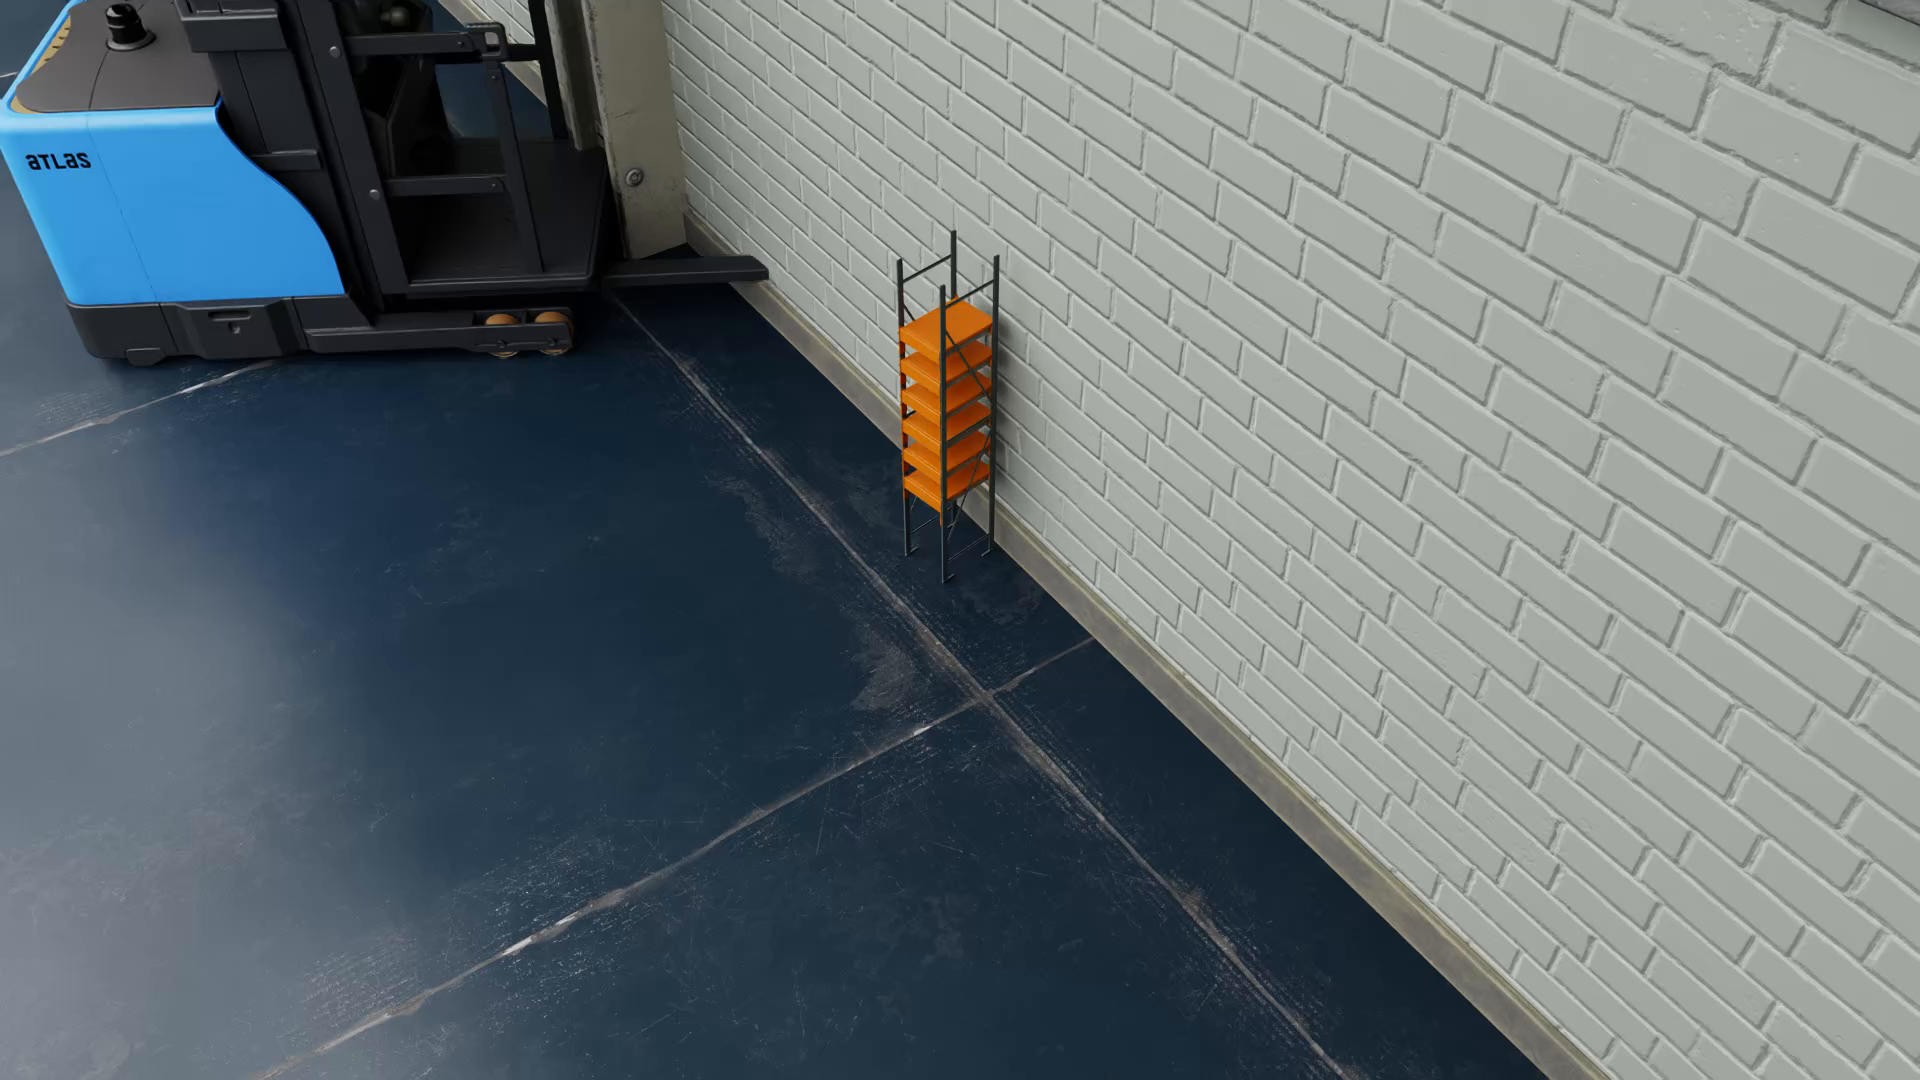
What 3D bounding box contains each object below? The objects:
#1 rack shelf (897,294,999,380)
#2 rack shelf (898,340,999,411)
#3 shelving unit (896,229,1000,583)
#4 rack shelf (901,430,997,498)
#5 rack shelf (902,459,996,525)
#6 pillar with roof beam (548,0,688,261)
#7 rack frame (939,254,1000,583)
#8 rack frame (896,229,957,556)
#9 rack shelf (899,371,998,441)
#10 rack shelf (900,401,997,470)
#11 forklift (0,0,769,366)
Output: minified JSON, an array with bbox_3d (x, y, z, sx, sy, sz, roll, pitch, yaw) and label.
[{"bbox_3d":[-0.035,-0.622,5.075,0.258,0.103,0.180,-34,53,-30],"label":"rack shelf"},{"bbox_3d":[-0.035,-0.535,5.157,0.258,0.103,0.180,-34,53,-30],"label":"rack shelf"},{"bbox_3d":[-0.035,-0.393,5.292,0.258,1.200,0.189,-34,53,-30],"label":"shelving unit"},{"bbox_3d":[-0.035,-0.274,5.405,0.258,0.103,0.180,-34,53,-30],"label":"rack shelf"},{"bbox_3d":[-0.035,-0.187,5.488,0.258,0.103,0.180,-34,53,-30],"label":"rack shelf"},{"bbox_3d":[-4.904,-2.889,2.259,9.100,9.000,0.400,-26,49,-24],"label":"pillar with roof beam"},{"bbox_3d":[0.028,-0.348,5.244,0.240,1.200,0.006,-34,53,-30],"label":"rack frame"},{"bbox_3d":[-0.099,-0.438,5.340,0.240,1.200,0.006,-34,53,-30],"label":"rack frame"},{"bbox_3d":[-0.035,-0.448,5.240,0.258,0.103,0.180,-34,53,-30],"label":"rack shelf"},{"bbox_3d":[-0.035,-0.361,5.323,0.258,0.103,0.180,-34,53,-30],"label":"rack shelf"},{"bbox_3d":[-1.905,-2.139,5.868,3.031,2.935,1.130,-3,44,-3],"label":"forklift"}]
